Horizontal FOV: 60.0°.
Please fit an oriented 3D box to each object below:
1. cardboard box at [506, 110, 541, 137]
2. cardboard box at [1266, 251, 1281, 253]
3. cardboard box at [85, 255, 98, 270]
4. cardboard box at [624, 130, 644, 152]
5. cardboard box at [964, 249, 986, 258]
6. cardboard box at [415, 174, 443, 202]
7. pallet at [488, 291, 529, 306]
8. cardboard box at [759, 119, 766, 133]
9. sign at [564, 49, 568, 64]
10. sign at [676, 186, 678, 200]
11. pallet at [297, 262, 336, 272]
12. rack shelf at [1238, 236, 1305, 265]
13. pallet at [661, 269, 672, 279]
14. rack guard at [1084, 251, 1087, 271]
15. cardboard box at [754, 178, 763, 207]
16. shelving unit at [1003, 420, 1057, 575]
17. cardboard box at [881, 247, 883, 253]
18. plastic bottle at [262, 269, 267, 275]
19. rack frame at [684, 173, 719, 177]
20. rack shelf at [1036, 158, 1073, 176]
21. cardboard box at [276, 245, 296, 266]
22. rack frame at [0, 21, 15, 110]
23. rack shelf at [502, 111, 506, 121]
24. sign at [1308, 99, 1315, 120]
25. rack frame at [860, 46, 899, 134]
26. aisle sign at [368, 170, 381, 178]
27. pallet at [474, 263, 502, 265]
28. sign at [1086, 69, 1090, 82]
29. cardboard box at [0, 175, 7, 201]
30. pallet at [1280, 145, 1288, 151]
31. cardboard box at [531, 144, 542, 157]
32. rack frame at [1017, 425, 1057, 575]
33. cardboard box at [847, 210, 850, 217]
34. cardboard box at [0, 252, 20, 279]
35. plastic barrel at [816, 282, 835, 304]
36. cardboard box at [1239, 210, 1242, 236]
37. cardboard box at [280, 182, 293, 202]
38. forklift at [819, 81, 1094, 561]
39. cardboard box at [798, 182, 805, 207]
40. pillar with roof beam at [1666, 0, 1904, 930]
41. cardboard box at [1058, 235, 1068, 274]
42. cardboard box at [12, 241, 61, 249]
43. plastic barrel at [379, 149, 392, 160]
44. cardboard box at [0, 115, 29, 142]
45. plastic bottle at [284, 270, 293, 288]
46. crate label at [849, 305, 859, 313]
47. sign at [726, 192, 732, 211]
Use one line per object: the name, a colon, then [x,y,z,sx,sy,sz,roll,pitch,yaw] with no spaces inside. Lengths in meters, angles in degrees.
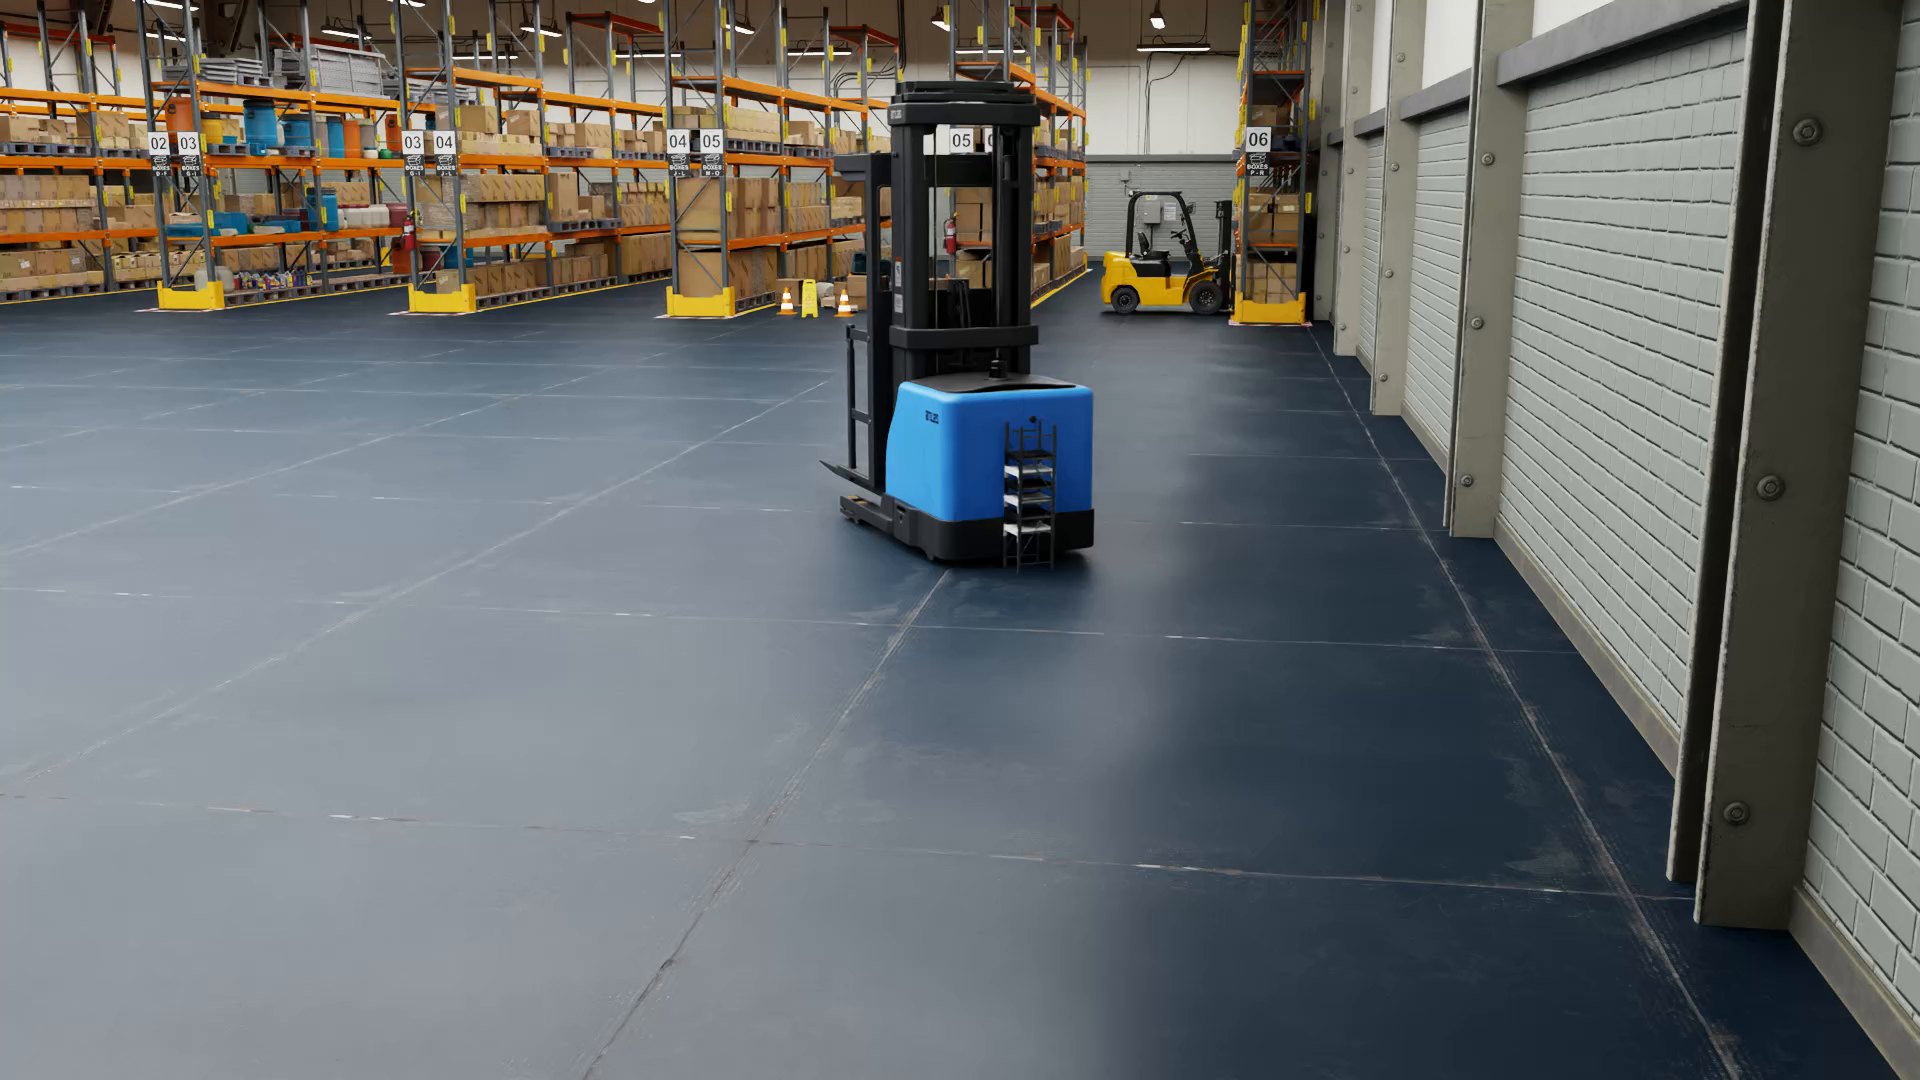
cardboard box: [-8.670,-8.274,33.015,0.500,0.500,0.500,2,12,7]
cardboard box: [6.848,-6.221,36.137,0.380,0.149,0.250,3,12,12]
cardboard box: [-18.861,-6.021,36.012,0.500,0.311,0.500,2,12,9]
cardboard box: [-7.944,-9.451,39.367,0.797,0.503,0.637,2,12,8]
cardboard box: [0.264,-5.223,30.317,0.380,0.149,0.250,2,12,11]
cardboard box: [-9.627,-6.444,30.456,0.500,0.500,0.500,2,12,9]
pallet: [-9.106,-4.712,32.356,1.003,0.211,1.213,2,12,9]
cardboard box: [-3.946,-7.761,31.183,0.500,0.250,0.500,2,12,8]
sign: [-8.786,-10.787,37.095,0.100,0.325,0.005,2,12,9]
sign: [-7.085,-8.648,41.440,0.100,0.325,0.005,2,12,9]
pallet: [-17.304,-7.237,44.076,1.003,0.211,1.213,2,12,9]
rack shelf: [5.537,-5.222,29.810,1.077,0.370,4.000,2,12,9]
pallet: [-7.666,-6.610,41.163,1.003,0.211,1.213,2,12,9]
rack guard: [2.789,-7.431,44.286,1.175,0.500,0.348,2,12,9]
cardboard box: [-4.247,-6.588,31.524,0.875,0.550,0.550,2,12,9]
shelving unit: [0.421,-0.260,10.054,0.258,0.900,0.210,-5,14,-22]
cardboard box: [-2.201,-7.502,43.040,0.380,0.149,0.250,1,12,7]
plastic bottle: [-14.281,-5.397,34.158,0.144,0.351,0.185,2,12,10]
rack frame: [-7.007,-8.969,45.489,1.000,3.000,0.127,2,12,9]
rack shelf: [1.862,-8.513,37.964,1.077,0.370,4.000,2,12,9]
cardboard box: [-17.287,-7.236,42.340,0.500,0.500,0.500,2,12,9]
rack frame: [-22.921,-10.717,39.364,1.000,3.000,0.127,2,12,9]
rack shelf: [-12.209,-11.098,43.788,1.077,0.370,4.000,2,12,9]
sign: [5.777,-7.070,27.296,0.100,0.325,0.005,2,12,9]
rack frame: [-2.122,-11.720,44.014,1.000,3.000,0.127,2,12,9]
aisle sign: [-16.482,-10.566,46.728,0.394,0.787,0.004,2,12,9]
pallet: [-12.442,-7.088,43.380,1.003,0.211,1.213,2,12,9]
sign: [3.319,-12.055,43.165,0.100,0.325,0.005,2,12,9]
cardboard box: [-19.088,-6.860,32.389,0.700,0.500,0.500,2,12,7]
pallet: [5.968,-7.546,32.224,0.805,0.209,1.217,1,12,6]
cardboard box: [-8.665,-7.760,33.118,0.500,0.250,0.500,2,12,11]
rack frame: [0.460,-0.238,9.963,0.240,0.900,0.006,-5,14,-22]
cardboard box: [-2.800,-7.676,39.092,0.380,0.149,0.250,2,12,11]
cardboard box: [-18.878,-5.396,32.662,0.500,0.500,0.500,2,12,9]
plastic barrel: [-2.626,-4.744,32.000,0.421,0.421,0.512,-10,16,-40]
cardboard box: [5.518,-5.954,31.266,0.500,0.500,0.500,2,12,7]
cardboard box: [-17.588,-9.109,43.530,0.500,0.500,0.500,2,12,9]
forklift: [-0.192,-1.570,11.322,1.130,2.935,3.031,-5,13,-22]
cardboard box: [-3.662,-7.248,34.892,0.700,0.500,0.500,2,12,8]
pillar with roof beam: [-1.718,-3.349,5.172,9.100,9.000,0.400,2,12,9]
cardboard box: [2.022,-6.662,38.831,0.875,0.875,0.875,2,12,10]
cardboard box: [-22.678,-7.088,40.869,0.750,0.750,0.750,2,12,8]
plastic barrel: [-13.119,-8.801,37.961,0.294,0.245,0.294,0,12,0]
cardboard box: [-18.730,-8.086,32.705,0.500,0.500,0.500,2,12,9]
plastic bottle: [-13.640,-5.301,33.713,0.144,0.351,0.185,2,12,8]
crate label: [-1.974,-4.180,30.063,0.250,0.136,0.298,-5,13,-21]
sign: [-4.035,-5.899,29.002,0.100,0.325,0.005,2,12,9]
